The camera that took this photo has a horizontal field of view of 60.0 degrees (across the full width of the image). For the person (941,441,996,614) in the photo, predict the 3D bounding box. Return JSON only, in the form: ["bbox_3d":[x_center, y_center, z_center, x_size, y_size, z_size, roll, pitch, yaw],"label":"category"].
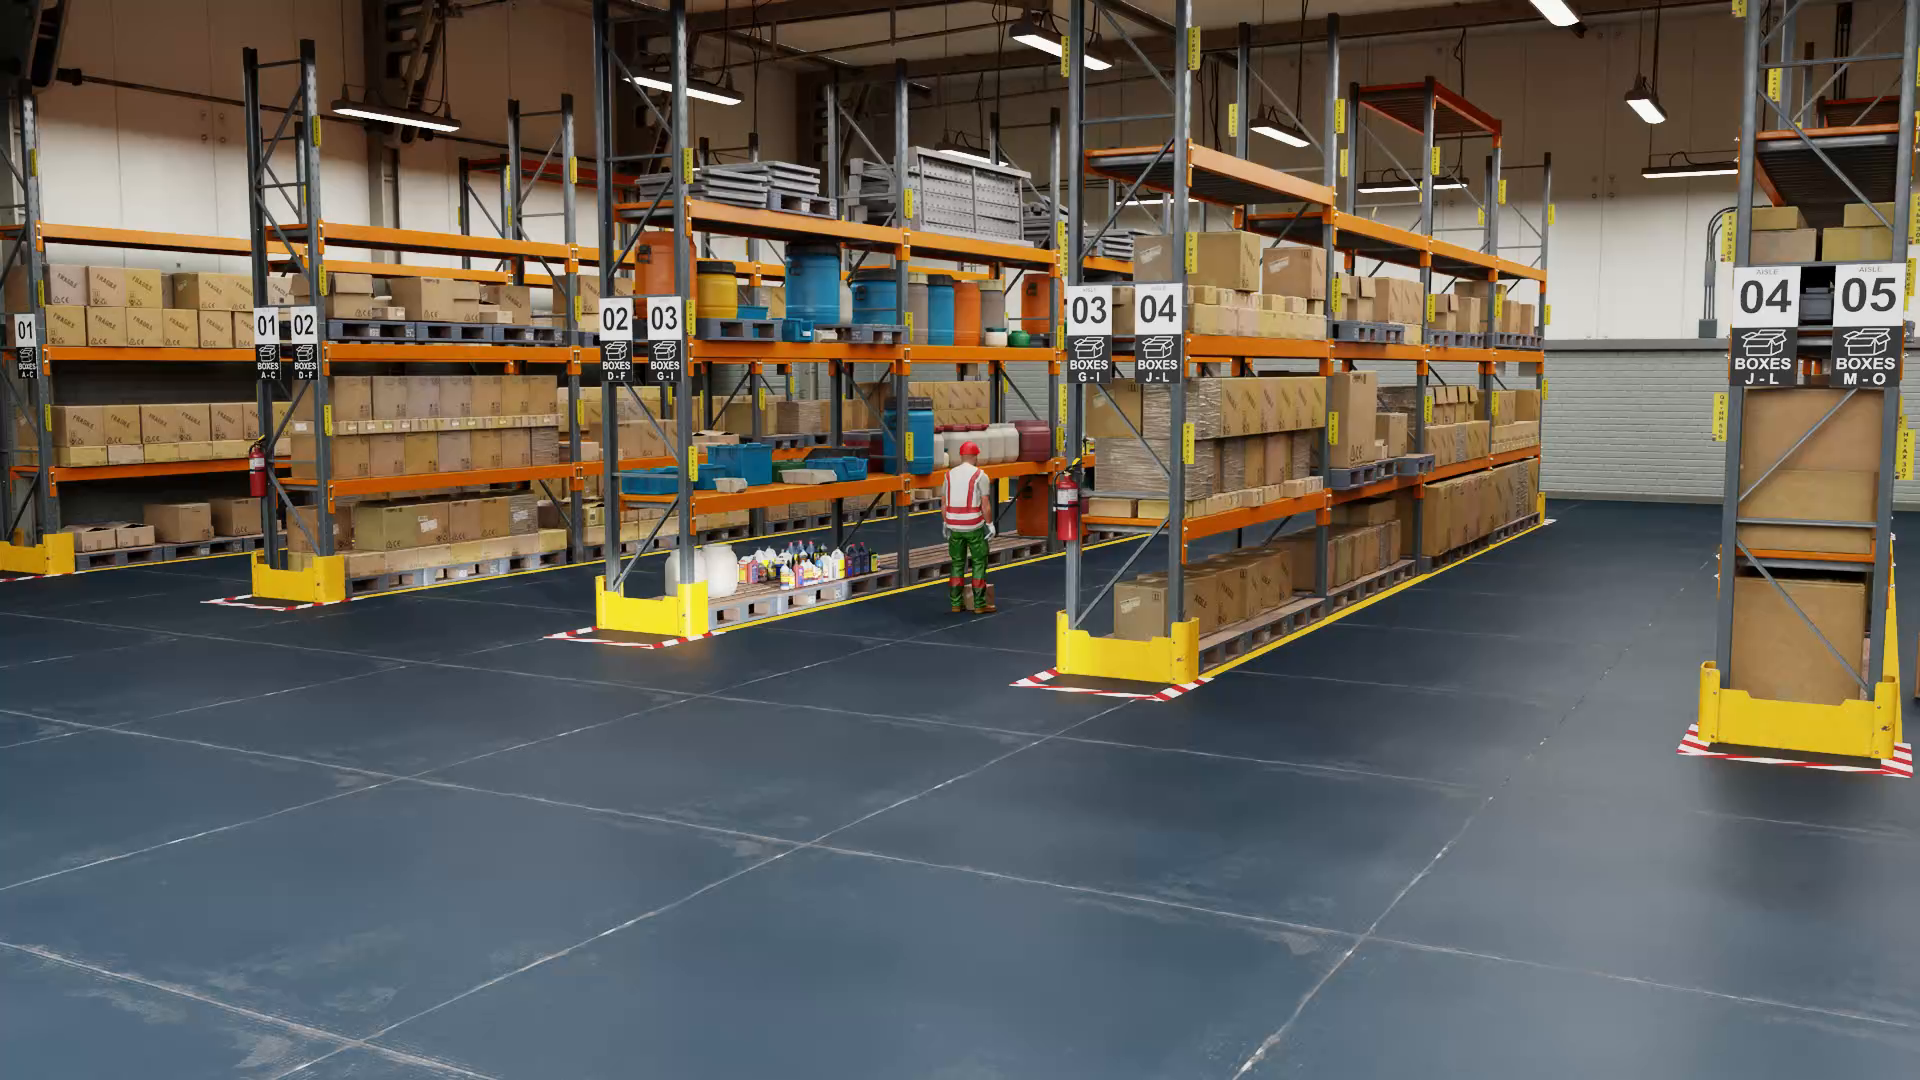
[{"bbox_3d":[0.090,-0.135,17.322,0.606,1.778,0.453,3,7,28],"label":"person"}]
